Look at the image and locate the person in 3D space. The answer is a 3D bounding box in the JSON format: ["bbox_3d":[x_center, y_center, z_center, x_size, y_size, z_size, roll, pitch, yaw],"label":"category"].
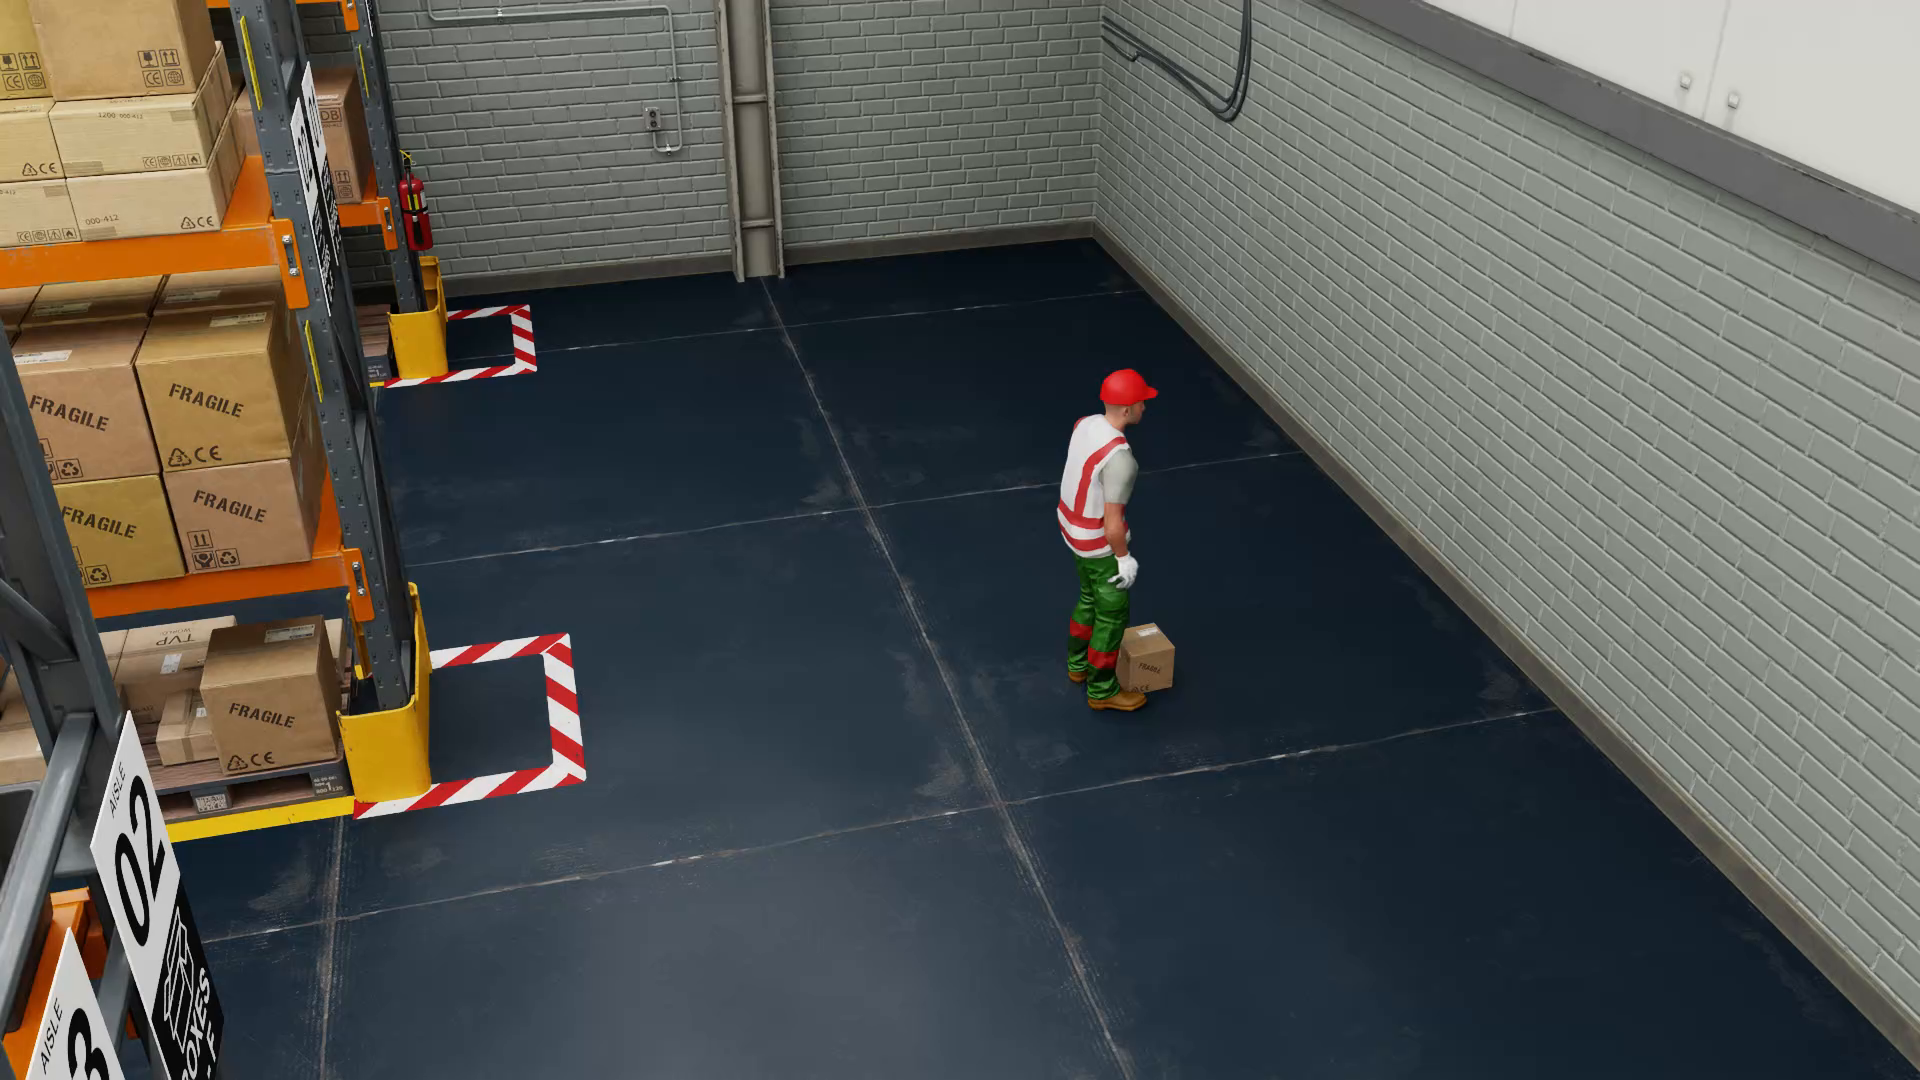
[{"bbox_3d":[0.726,-0.006,8.238,0.453,1.778,0.606,-8,31,-13],"label":"person"}]
